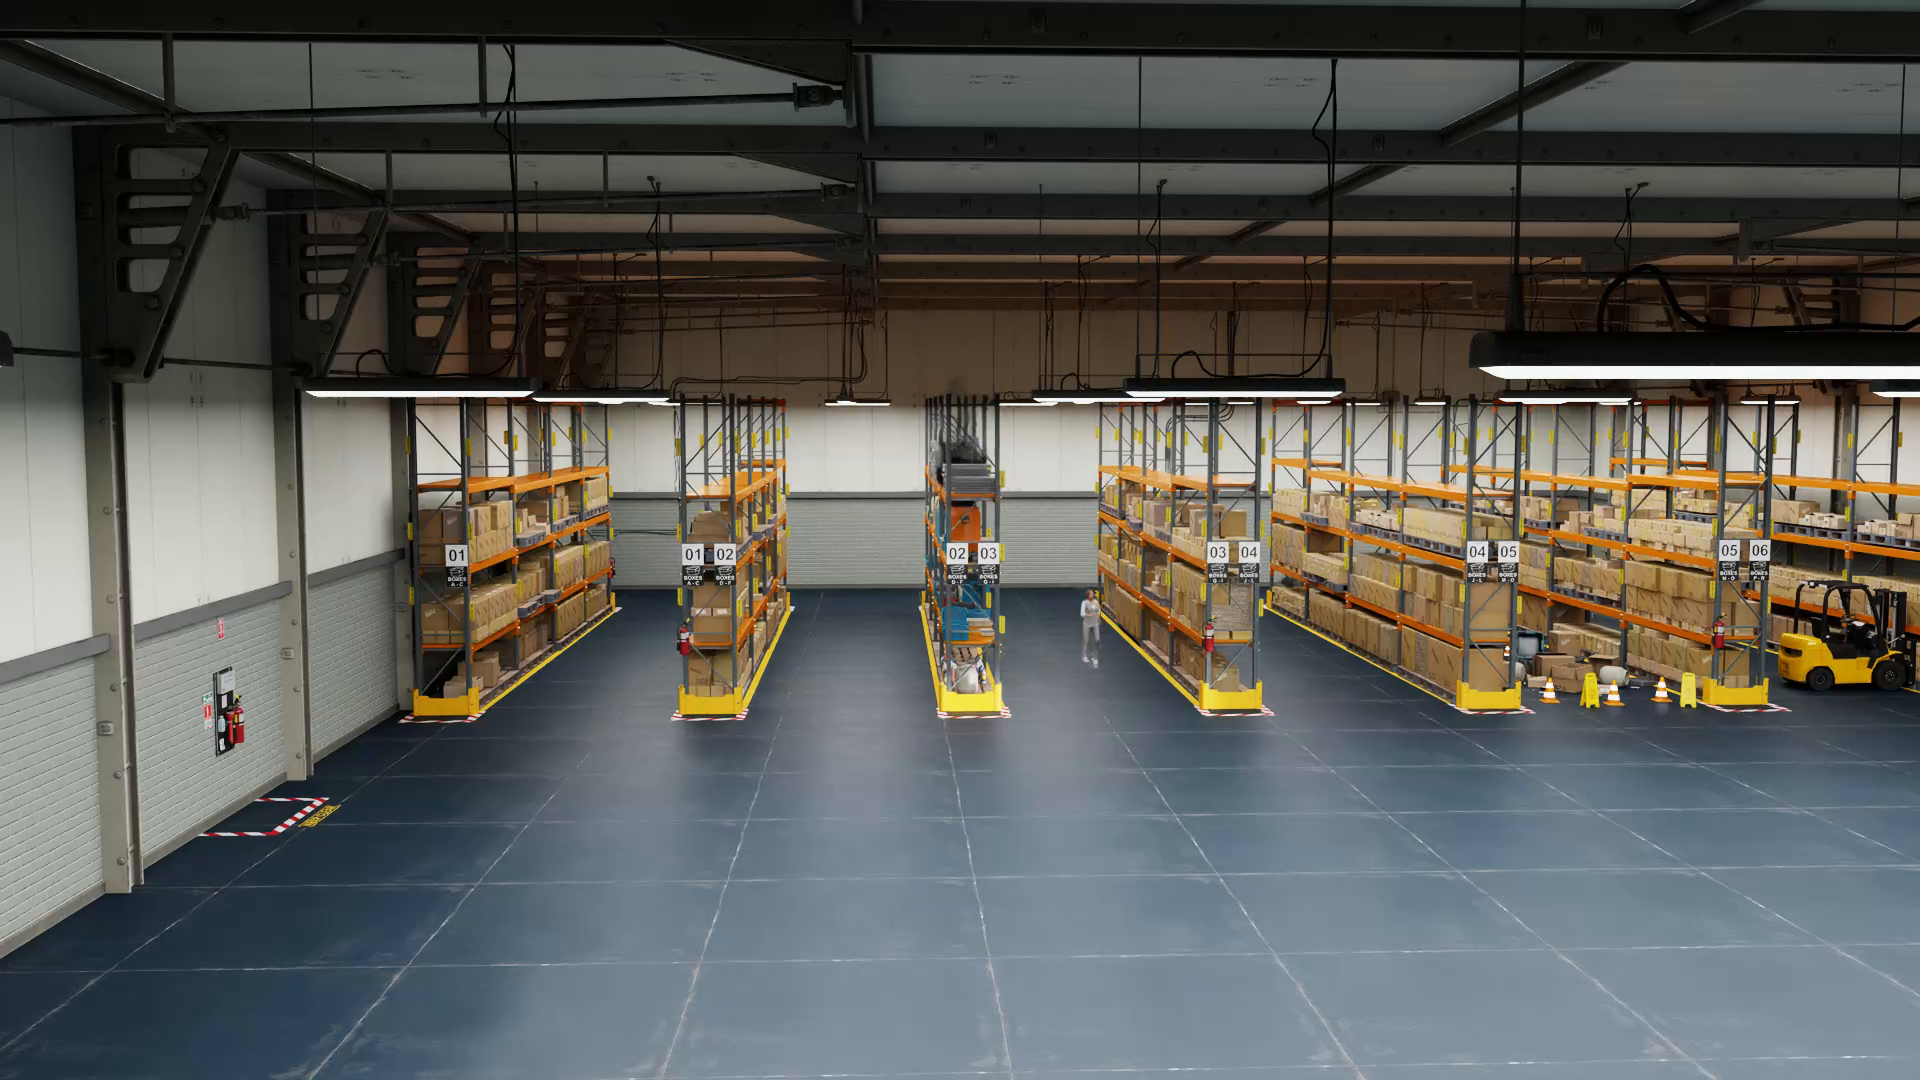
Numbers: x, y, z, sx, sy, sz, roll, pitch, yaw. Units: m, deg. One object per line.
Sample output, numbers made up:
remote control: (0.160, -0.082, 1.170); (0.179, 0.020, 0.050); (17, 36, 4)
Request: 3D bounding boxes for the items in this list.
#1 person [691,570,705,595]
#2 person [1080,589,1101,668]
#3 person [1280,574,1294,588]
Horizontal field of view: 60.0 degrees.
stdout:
person: (-6.680, 1.406, 43.249); (0.669, 1.758, 0.981); (0, 5, -6)
person: (2.778, 1.870, 35.204); (0.505, 1.652, 0.667); (-1, 5, -15)
person: (9.778, 1.058, 49.173); (0.657, 1.647, 0.712); (1, 5, 16)
